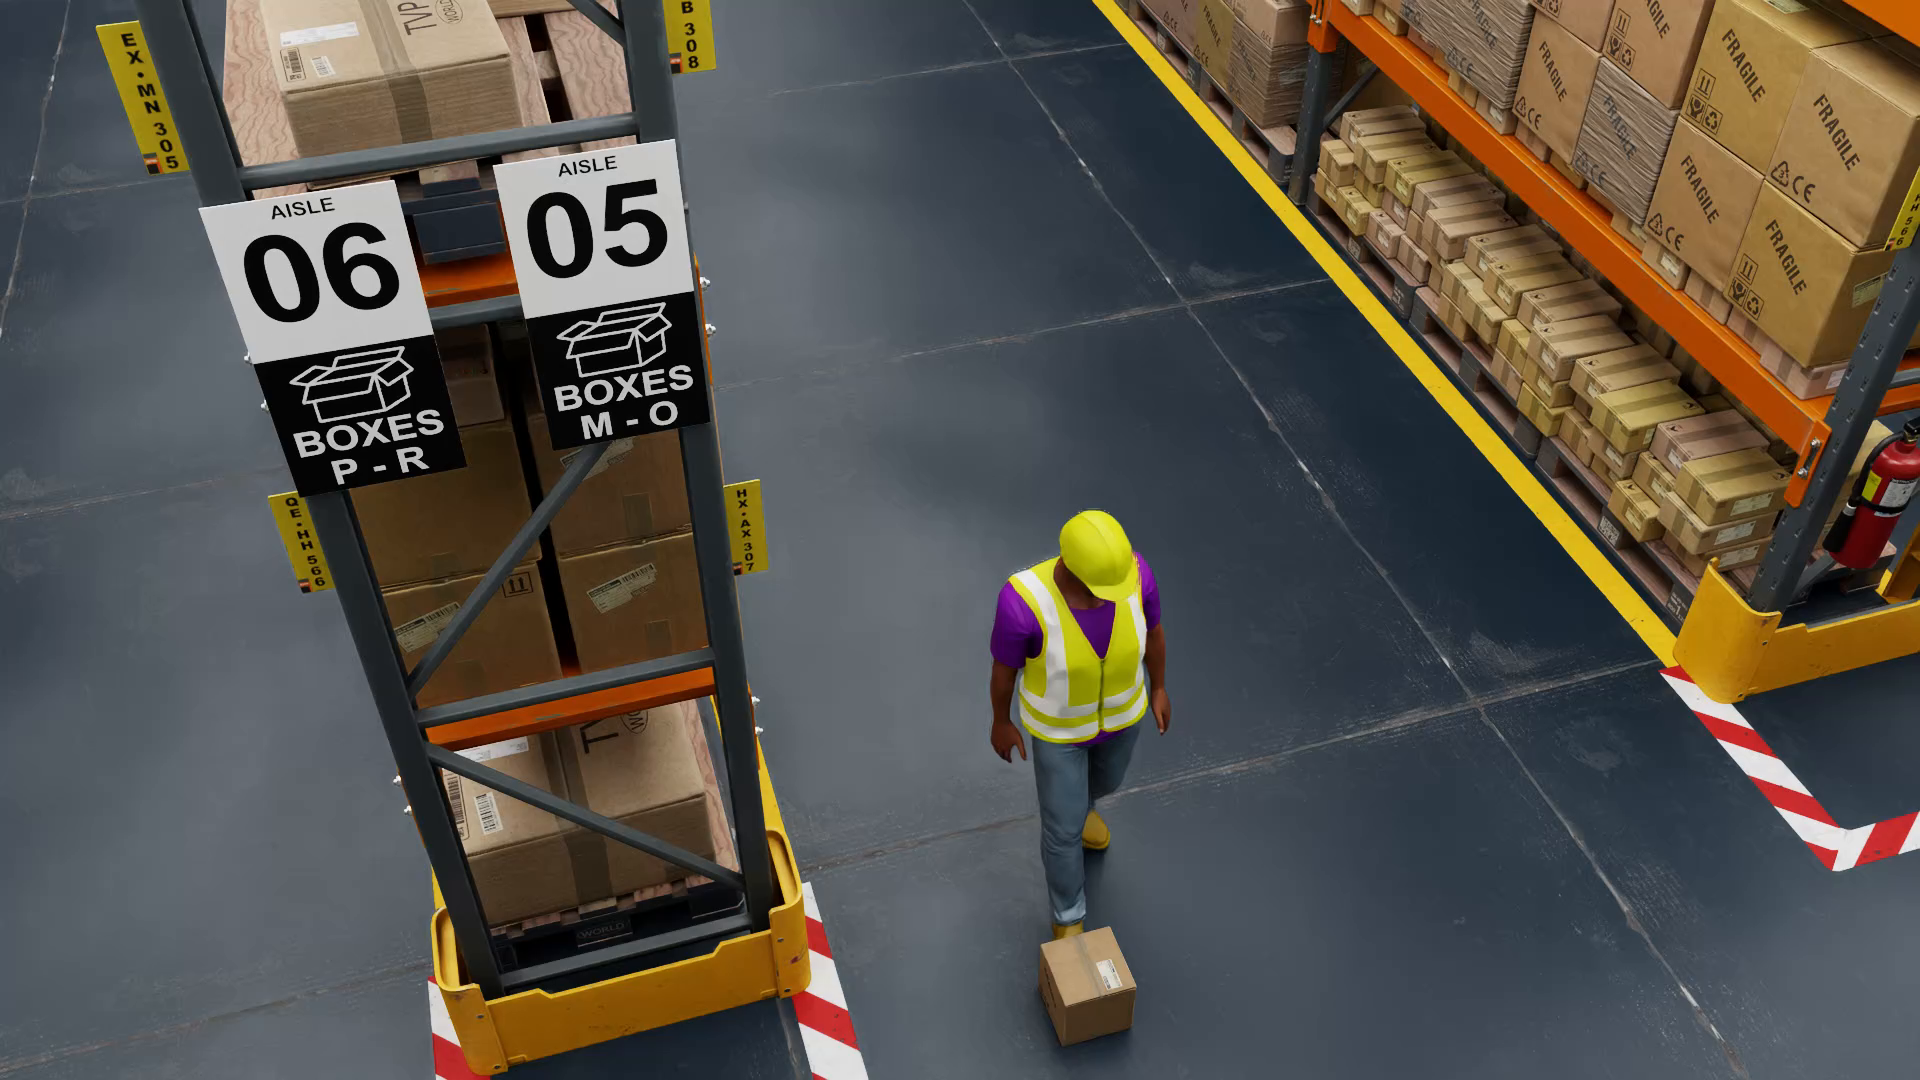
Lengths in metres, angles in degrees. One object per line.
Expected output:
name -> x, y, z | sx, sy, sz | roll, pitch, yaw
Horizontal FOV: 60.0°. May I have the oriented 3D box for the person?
person -> 0.439, 0.604, 5.466 | 0.618, 1.746, 0.777 | -14, 44, -15
